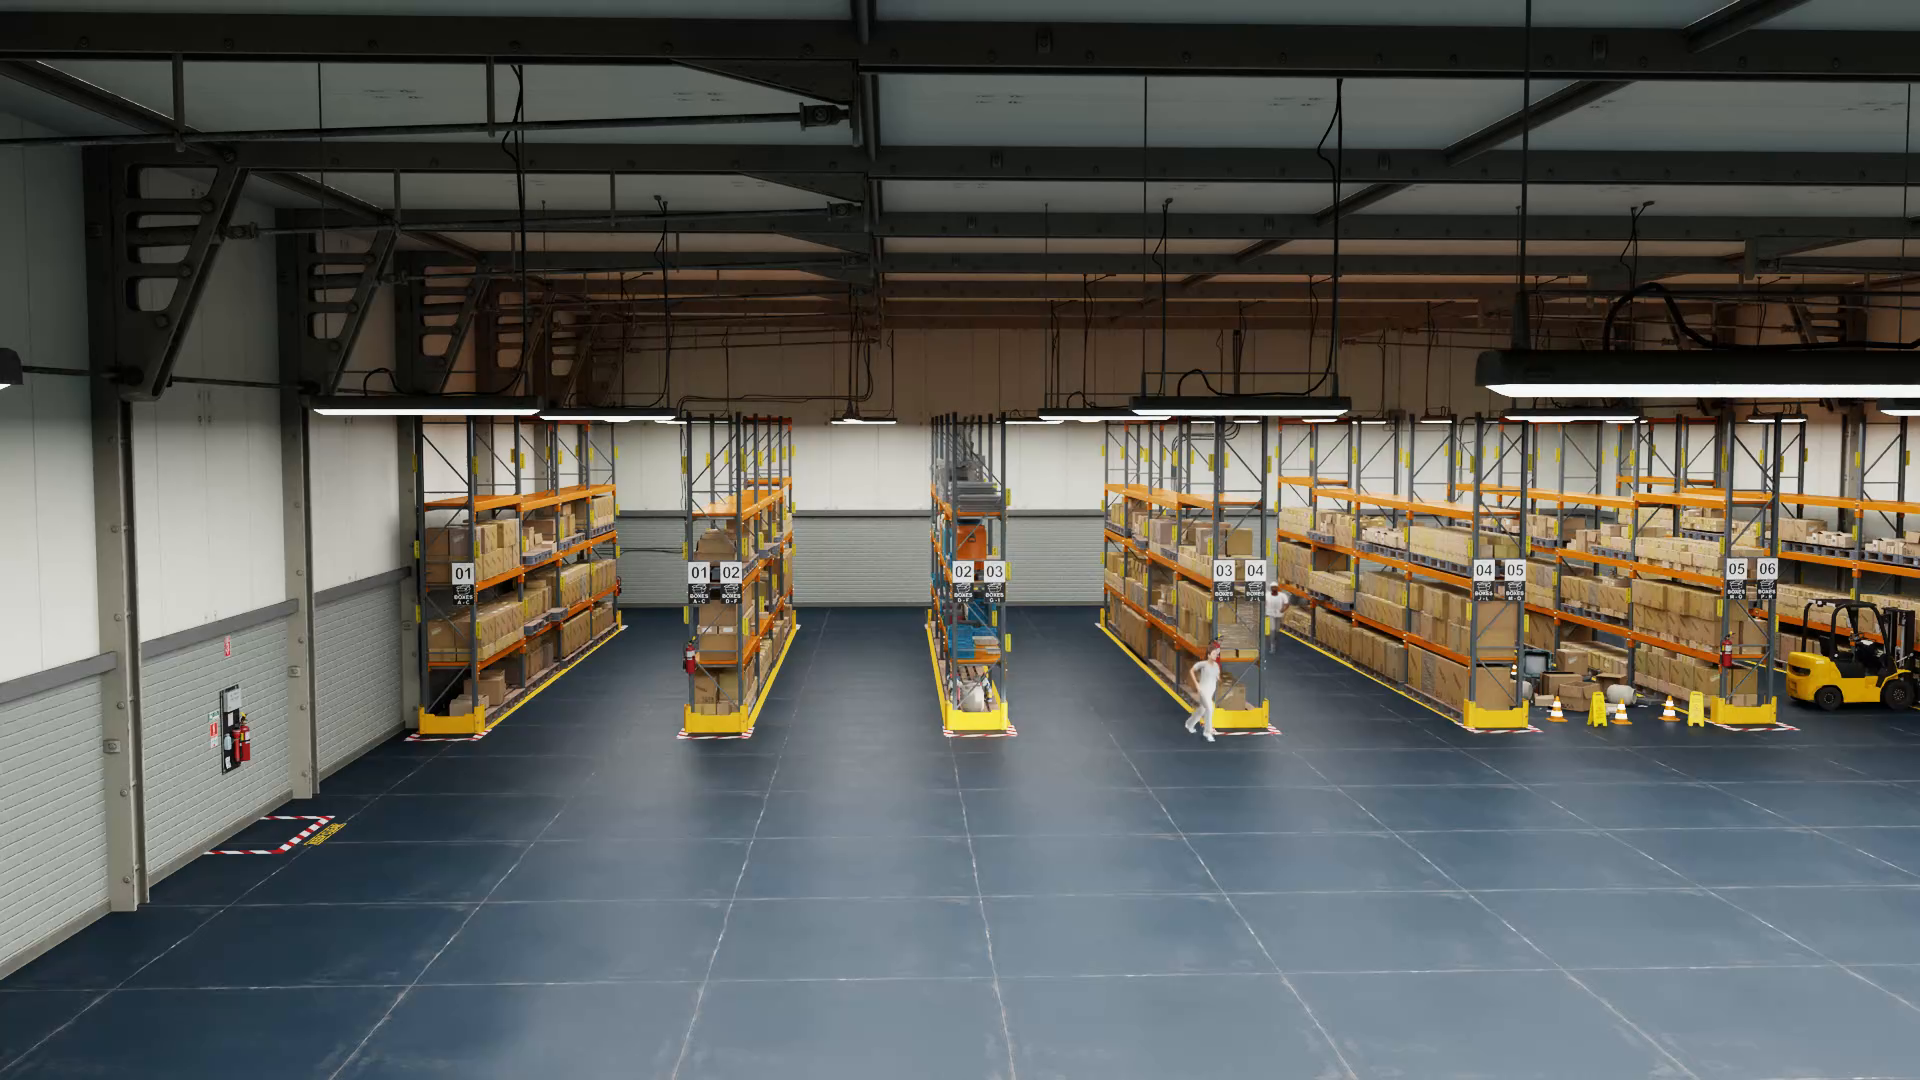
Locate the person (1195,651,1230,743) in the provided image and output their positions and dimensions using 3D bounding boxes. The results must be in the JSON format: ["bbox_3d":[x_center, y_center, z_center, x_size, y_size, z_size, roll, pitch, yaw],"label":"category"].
[{"bbox_3d":[4.670,2.843,30.532,0.601,1.645,0.813,-3,5,-38],"label":"person"}]

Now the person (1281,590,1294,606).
[{"bbox_3d":[9.615,1.581,48.820,0.700,1.669,0.547,-1,4,-14],"label":"person"}]

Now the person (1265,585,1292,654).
[{"bbox_3d":[8.044,2.002,42.137,0.716,1.738,0.653,0,4,5],"label":"person"}]

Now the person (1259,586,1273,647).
[{"bbox_3d":[7.935,1.864,43.568,0.643,1.845,0.775,0,4,4],"label":"person"}]
